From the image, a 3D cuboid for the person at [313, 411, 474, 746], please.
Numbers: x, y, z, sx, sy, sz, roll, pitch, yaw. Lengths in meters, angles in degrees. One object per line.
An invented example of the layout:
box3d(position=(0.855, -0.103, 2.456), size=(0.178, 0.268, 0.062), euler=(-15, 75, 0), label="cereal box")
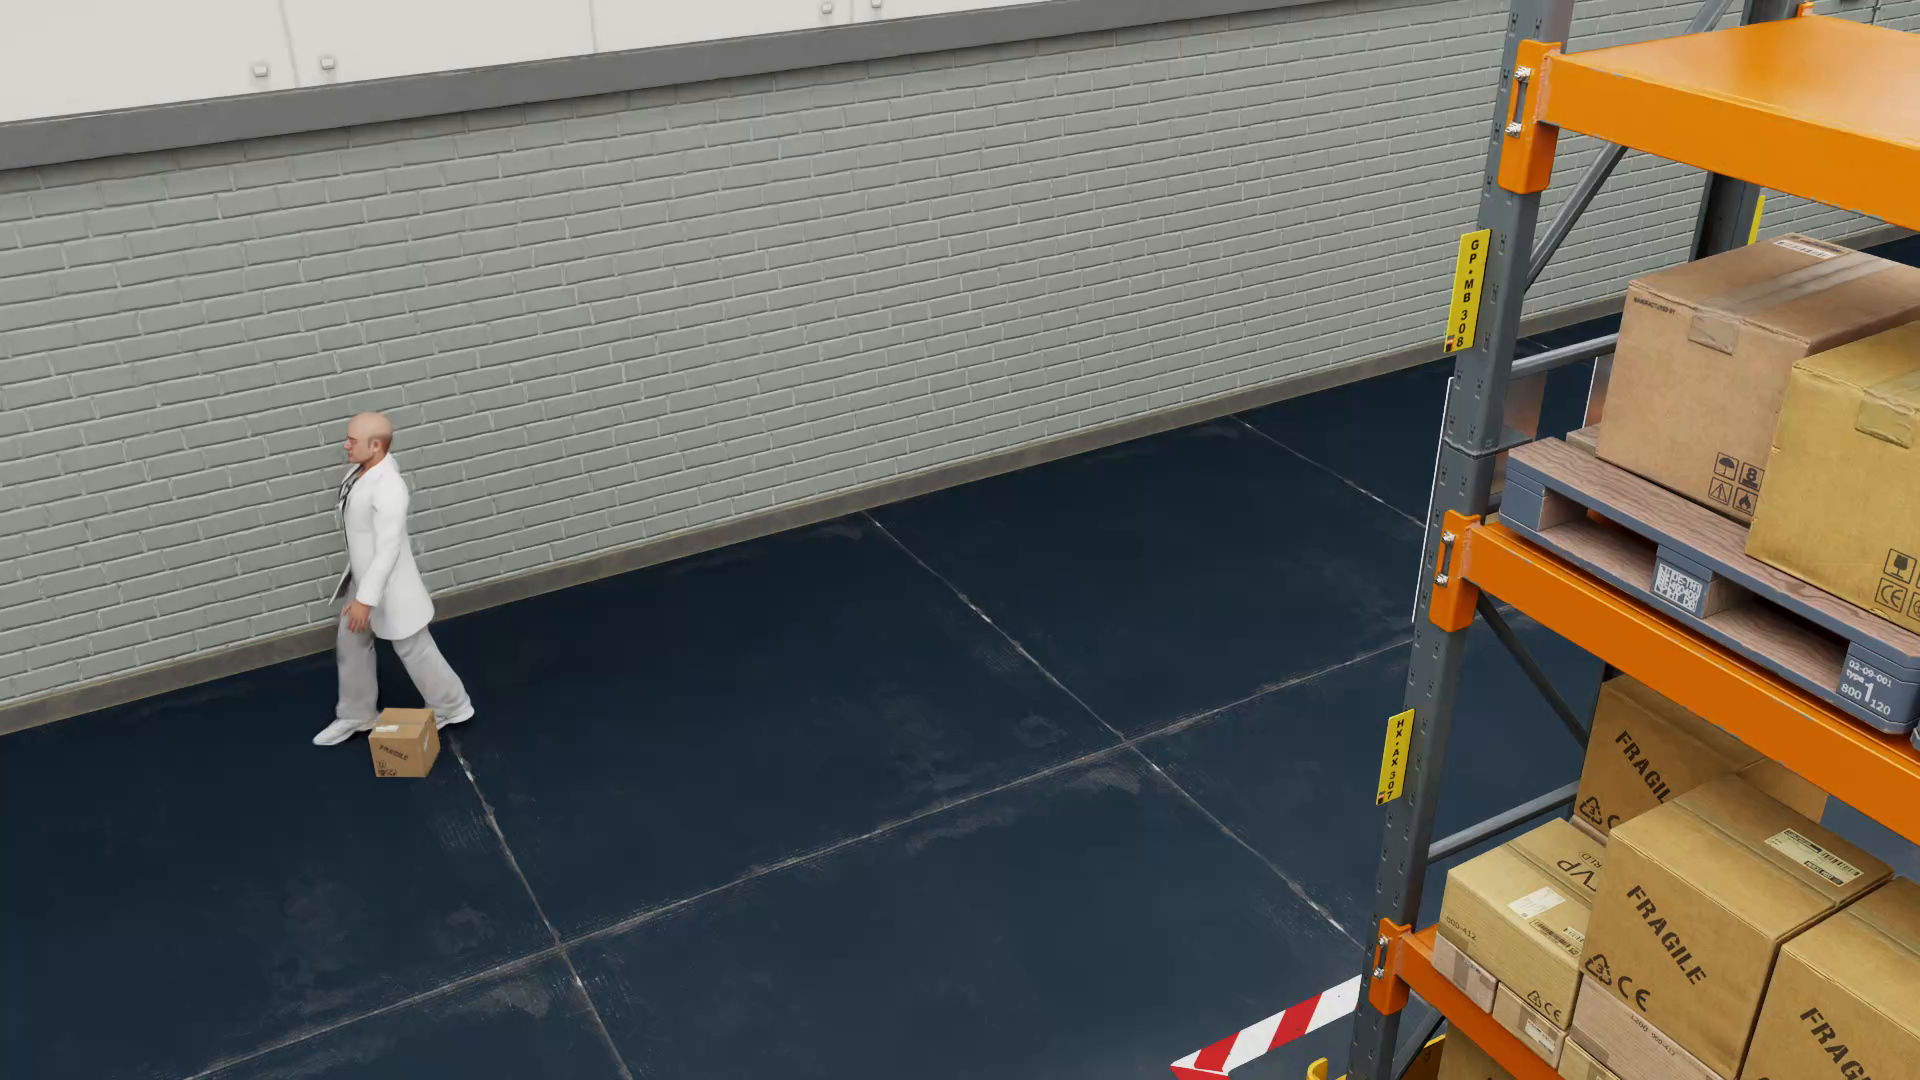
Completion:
box3d(position=(-2.902, 0.239, 8.155), size=(0.783, 1.812, 0.604), euler=(-15, 32, -26), label="person")
